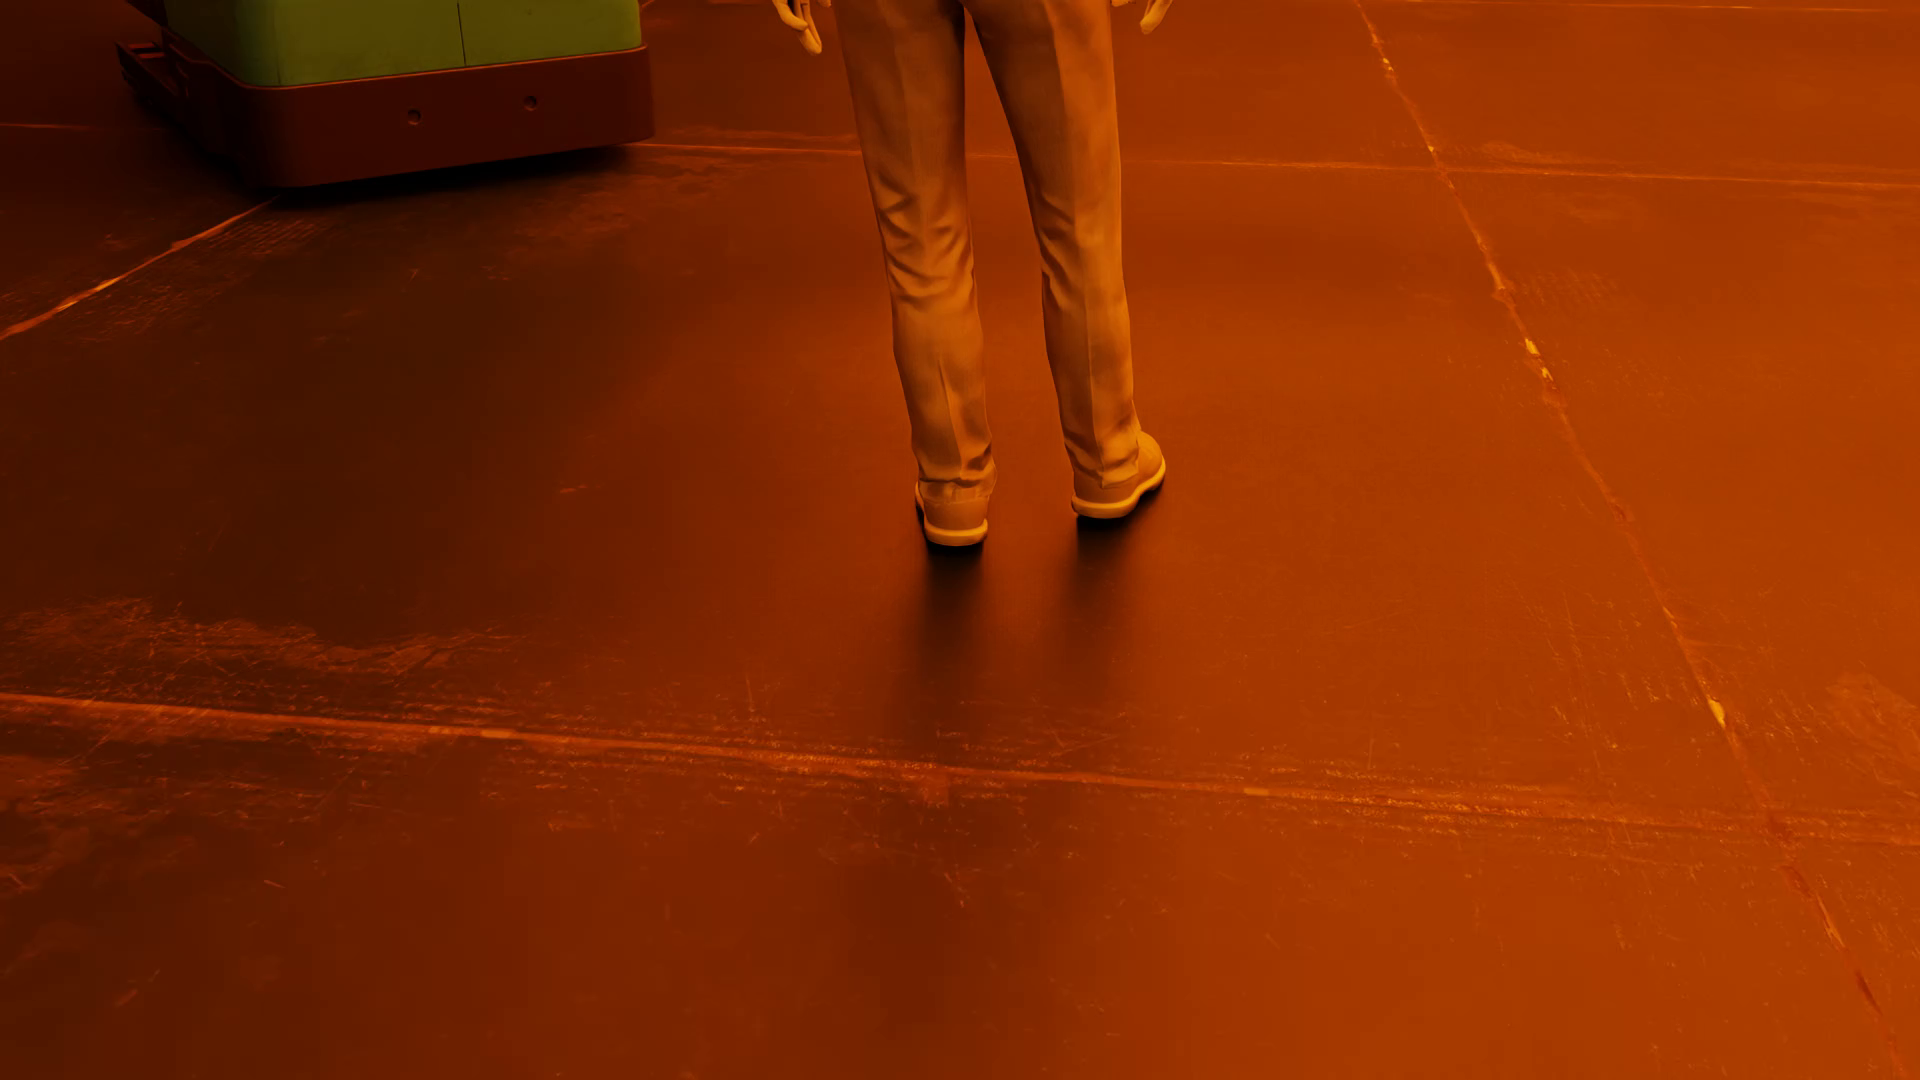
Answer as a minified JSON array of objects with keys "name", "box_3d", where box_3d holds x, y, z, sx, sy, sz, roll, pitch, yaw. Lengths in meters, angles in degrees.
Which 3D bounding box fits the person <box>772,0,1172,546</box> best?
[{"name":"person","box_3d":[0.016,-0.795,2.178,0.588,1.695,0.531,3,27,7]}]

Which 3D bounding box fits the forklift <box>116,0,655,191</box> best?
[{"name":"forklift","box_3d":[-2.066,-2.783,4.795,1.130,2.935,3.031,-16,31,-29]}]
